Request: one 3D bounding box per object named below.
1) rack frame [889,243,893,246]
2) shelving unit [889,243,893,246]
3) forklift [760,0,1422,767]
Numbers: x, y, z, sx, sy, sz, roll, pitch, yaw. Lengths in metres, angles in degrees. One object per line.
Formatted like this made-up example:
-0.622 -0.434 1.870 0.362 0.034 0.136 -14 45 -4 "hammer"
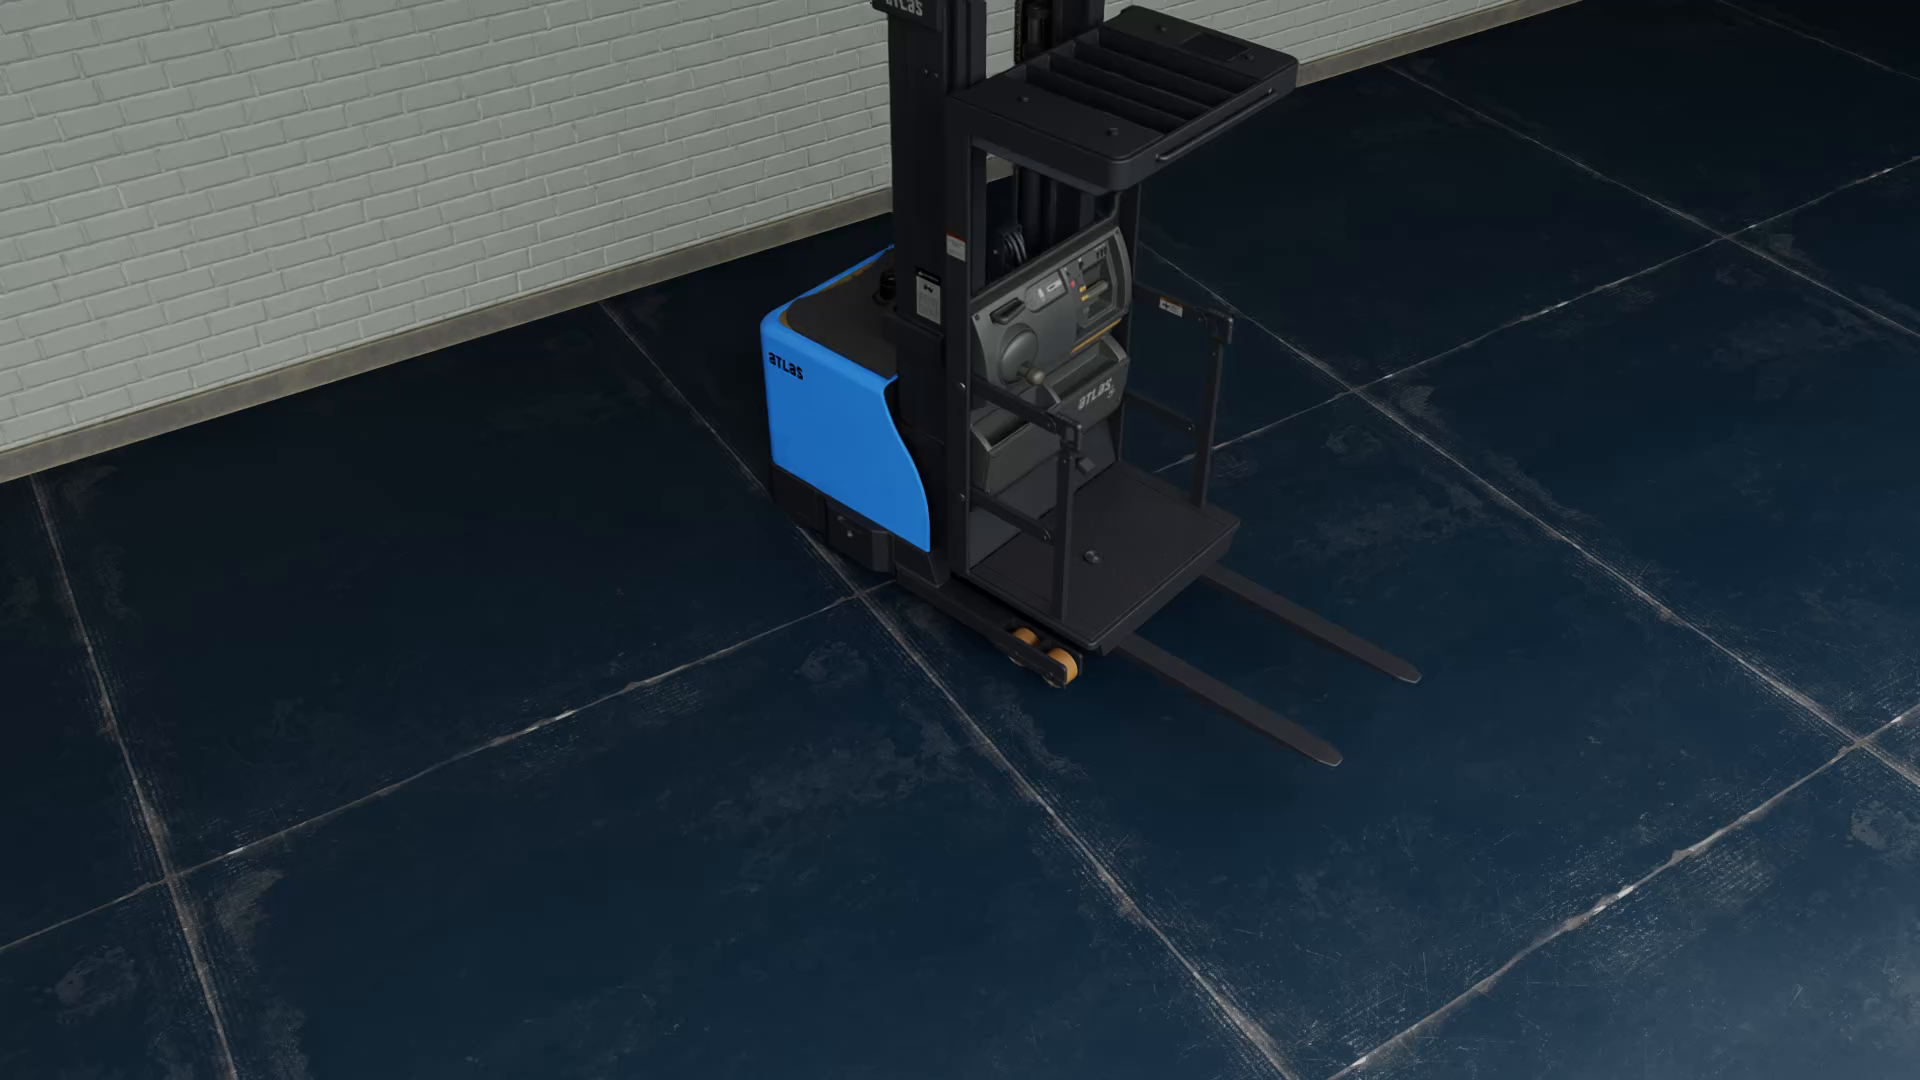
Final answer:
-0.235 -1.128 8.462 0.240 0.900 0.006 -13 42 -15 "rack frame"
-0.200 -1.067 8.388 0.258 0.900 0.210 -13 42 -15 "shelving unit"
0.537 -0.883 6.581 3.031 2.935 1.130 30 48 31 "forklift"
